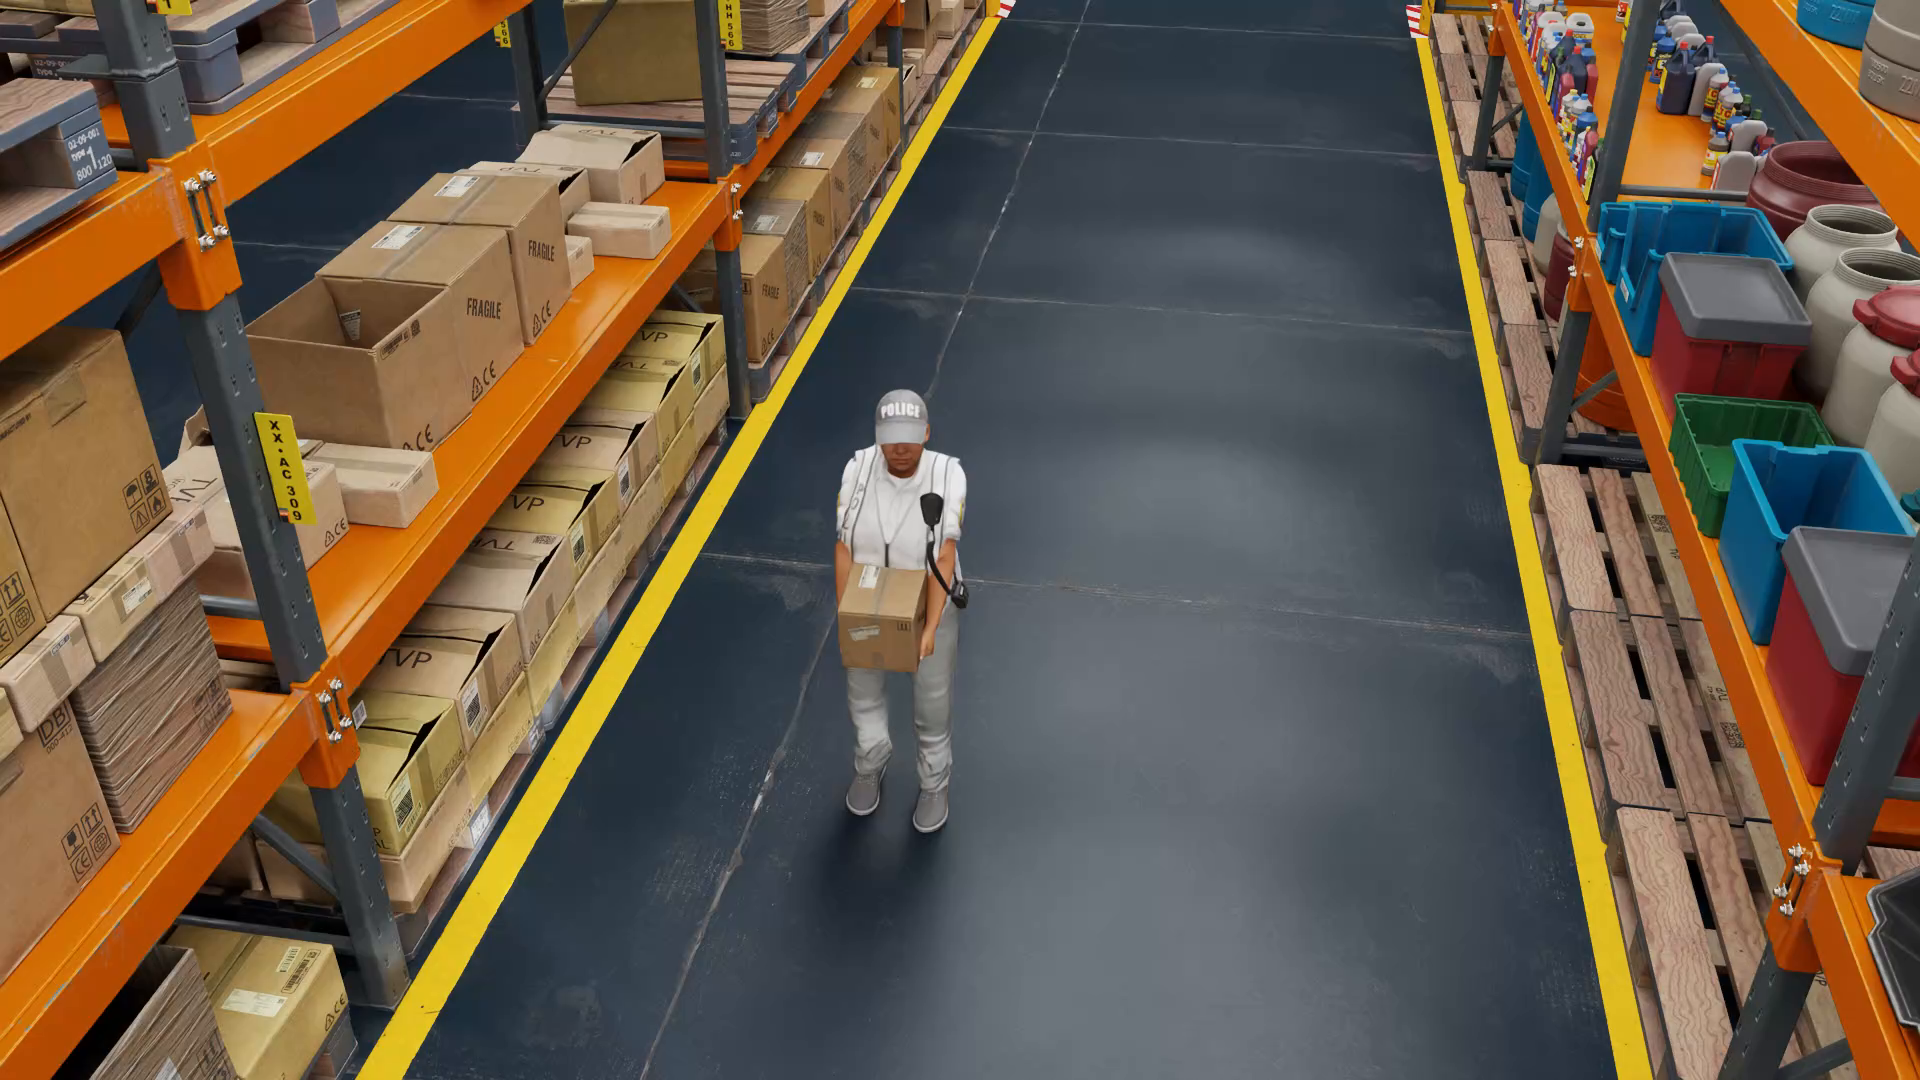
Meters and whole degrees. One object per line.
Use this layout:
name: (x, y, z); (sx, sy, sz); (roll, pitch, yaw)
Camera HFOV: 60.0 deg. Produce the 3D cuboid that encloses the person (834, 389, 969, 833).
person: (-0.209, 0.271, 5.722); (0.452, 1.663, 0.542); (5, 33, 8)
